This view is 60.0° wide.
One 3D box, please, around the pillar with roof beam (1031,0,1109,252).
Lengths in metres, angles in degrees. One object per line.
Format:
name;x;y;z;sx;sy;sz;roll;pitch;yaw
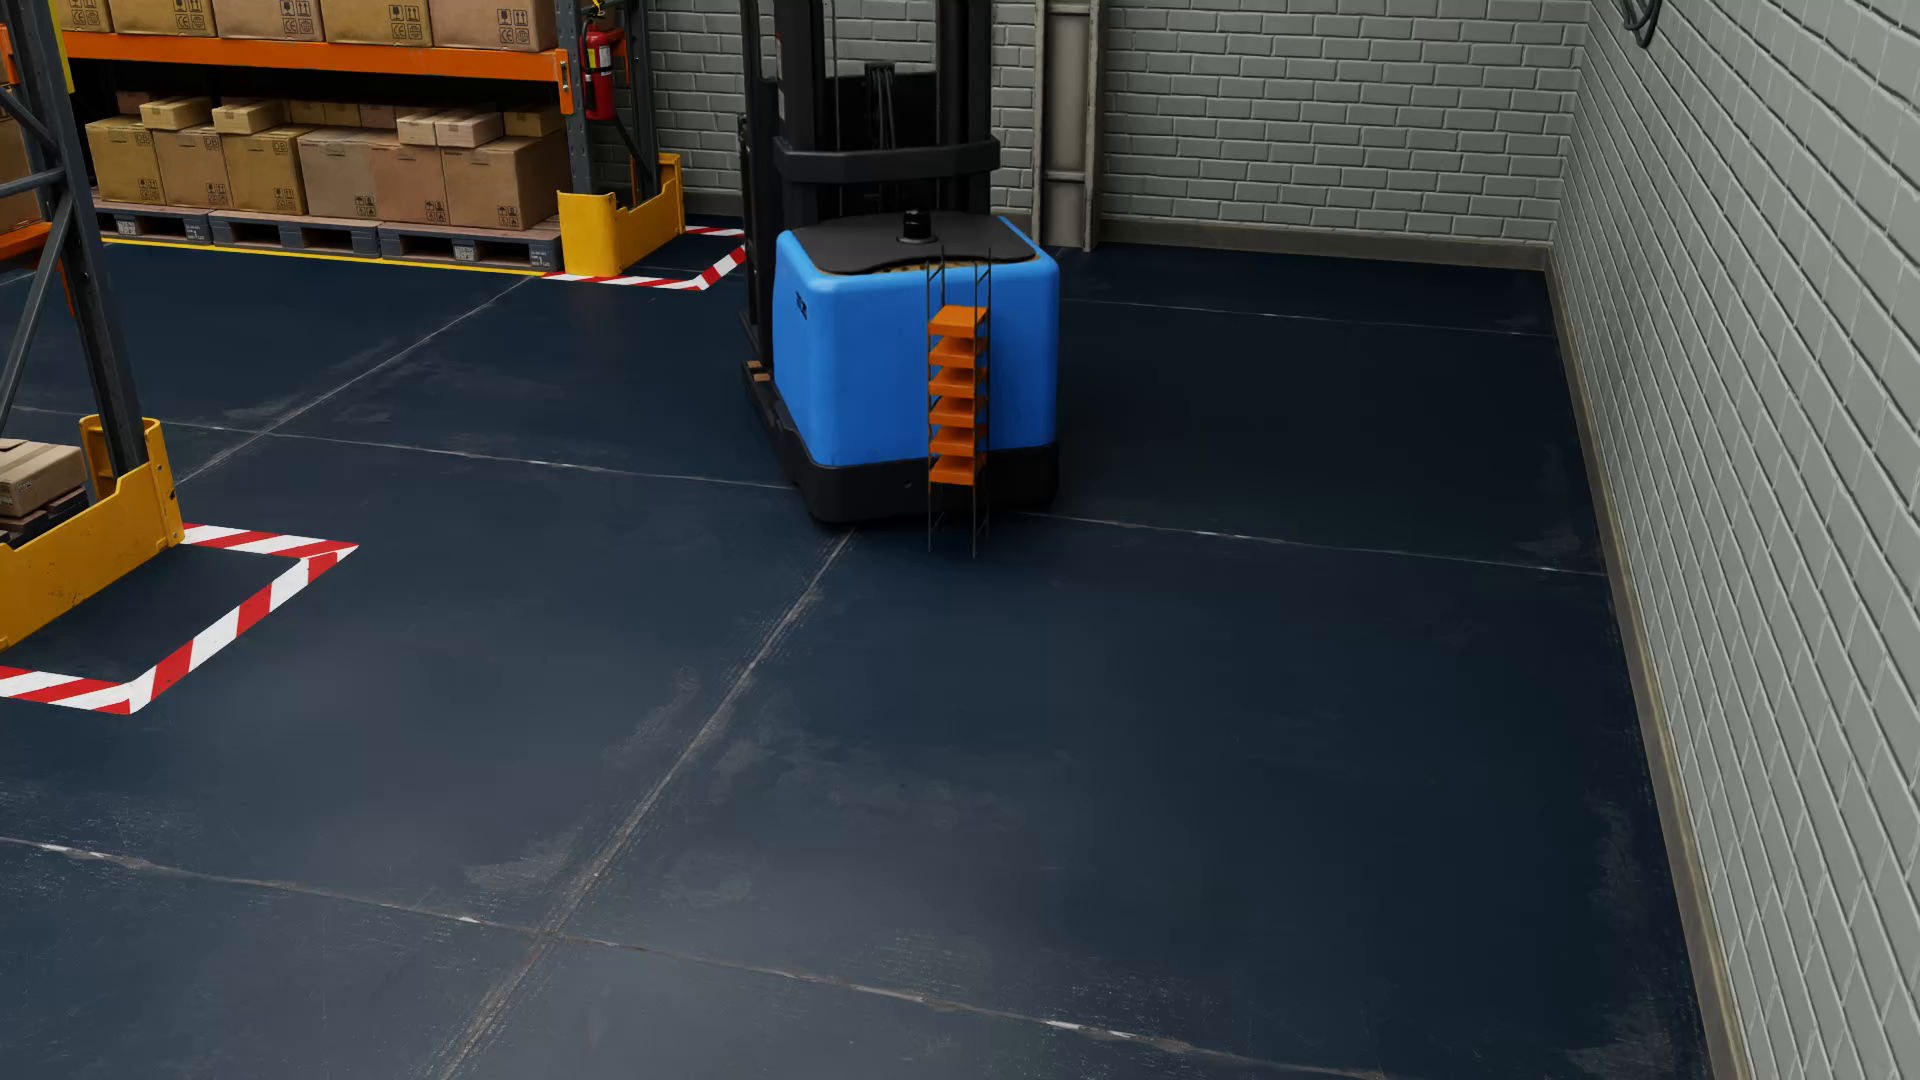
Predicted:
pillar with roof beam;-0.388;-4.193;5.090;0.400;9.000;9.100;6;26;13

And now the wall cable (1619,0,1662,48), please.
wall cable;3.242;-3.758;7.788;0.112;2.526;3.097;6;26;13

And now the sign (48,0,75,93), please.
sign;-3.241;-1.760;5.950;0.005;0.325;0.100;6;26;13

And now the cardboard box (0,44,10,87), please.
cardboard box;-3.741;-1.797;5.756;0.500;0.500;0.500;7;26;15

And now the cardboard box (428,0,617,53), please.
cardboard box;-2.643;-3.392;10.036;0.700;0.700;0.980;8;26;15

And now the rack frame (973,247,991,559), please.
rack frame;0.086;-0.517;6.440;0.006;1.200;0.240;6;26;13

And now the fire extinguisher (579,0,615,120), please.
fire extinguisher;-2.115;-2.794;9.654;0.183;0.674;0.296;6;26;13

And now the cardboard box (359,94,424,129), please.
cardboard box;-3.658;-2.771;10.745;0.250;0.149;0.380;7;26;14

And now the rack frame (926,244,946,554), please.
rack frame;-0.092;-0.536;6.481;0.006;1.200;0.240;6;26;13

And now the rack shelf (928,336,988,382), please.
rack shelf;-0.003;-0.703;6.376;0.180;0.103;0.258;6;26;13

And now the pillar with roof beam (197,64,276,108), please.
pillar with roof beam;-6.199;-4.836;6.439;0.400;9.000;9.100;6;26;13

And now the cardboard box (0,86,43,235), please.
cardboard box;-3.741;-1.346;5.971;0.500;0.500;0.500;7;26;14

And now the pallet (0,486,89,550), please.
pallet;-4.222;0.023;6.457;1.213;0.211;1.003;6;26;13

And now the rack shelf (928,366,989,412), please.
rack shelf;-0.003;-0.595;6.428;0.180;0.103;0.258;6;26;13

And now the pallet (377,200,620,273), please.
pallet;-2.940;-2.000;10.705;1.213;0.211;1.003;6;26;13

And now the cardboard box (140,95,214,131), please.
cardboard box;-5.035;-2.753;10.707;0.250;0.149;0.380;7;26;15

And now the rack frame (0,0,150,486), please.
rack frame;-3.376;-1.143;5.662;0.127;3.000;1.000;6;26;13

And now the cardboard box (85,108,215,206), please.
cardboard box;-5.322;-2.572;11.083;0.500;0.500;0.700;7;26;14

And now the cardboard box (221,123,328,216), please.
cardboard box;-4.339;-2.461;10.850;0.500;0.500;0.700;7;26;14

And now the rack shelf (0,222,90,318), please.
rack shelf;-5.313;-1.033;6.266;4.000;0.370;1.077;6;26;13

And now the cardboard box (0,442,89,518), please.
cardboard box;-3.696;-0.243;6.575;0.250;0.149;0.380;6;26;13

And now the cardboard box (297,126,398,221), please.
cardboard box;-3.821;-2.407;10.736;0.500;0.500;0.700;5;26;11

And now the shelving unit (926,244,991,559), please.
shelving unit;-0.003;-0.527;6.460;0.189;1.200;0.258;6;26;13

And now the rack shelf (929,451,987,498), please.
rack shelf;-0.003;-0.270;6.583;0.180;0.103;0.258;6;26;13

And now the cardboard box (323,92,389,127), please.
cardboard box;-3.907;-2.798;10.802;0.250;0.149;0.380;7;26;14

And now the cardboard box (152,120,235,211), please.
cardboard box;-4.836;-2.517;10.967;0.500;0.500;0.700;6;26;12

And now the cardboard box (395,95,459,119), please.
cardboard box;-3.411;-2.744;10.689;0.250;0.149;0.380;7;26;13

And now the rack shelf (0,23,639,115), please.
rack shelf;-4.083;-3.095;10.599;4.000;0.370;1.077;6;26;13

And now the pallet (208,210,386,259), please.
pallet;-4.118;-2.131;10.981;1.213;0.211;1.003;6;26;13

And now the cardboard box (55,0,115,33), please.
cardboard box;-5.499;-3.705;10.693;0.700;0.700;0.980;7;26;14

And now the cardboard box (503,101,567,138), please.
cardboard box;-2.678;-2.663;10.519;0.250;0.149;0.380;6;26;13

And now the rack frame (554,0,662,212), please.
rack frame;-2.146;-3.206;9.994;0.127;3.000;1.000;6;26;13

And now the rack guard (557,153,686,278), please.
rack guard;-2.123;-2.075;10.526;0.348;0.500;1.175;6;26;13

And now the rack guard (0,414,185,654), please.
rack guard;-3.450;-0.023;6.216;0.348;0.500;1.175;6;26;13

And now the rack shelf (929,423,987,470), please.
rack shelf;-0.003;-0.378;6.531;0.180;0.103;0.258;6;26;13

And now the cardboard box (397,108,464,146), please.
cardboard box;-3.267;-2.558;10.298;0.250;0.149;0.380;7;26;14

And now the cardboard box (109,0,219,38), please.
cardboard box;-4.793;-3.624;10.524;0.700;0.700;0.980;6;26;12

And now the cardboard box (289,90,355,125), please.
cardboard box;-4.152;-2.825;10.860;0.250;0.149;0.380;6;26;12

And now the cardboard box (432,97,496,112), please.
cardboard box;-3.169;-2.717;10.632;0.250;0.149;0.380;6;26;13

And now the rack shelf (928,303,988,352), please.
rack shelf;-0.003;-0.811;6.324;0.180;0.103;0.258;6;26;13

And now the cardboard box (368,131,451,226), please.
cardboard box;-3.334;-2.354;10.624;0.500;0.500;0.700;6;26;13

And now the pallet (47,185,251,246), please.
pallet;-5.303;-2.261;11.254;1.213;0.211;1.003;6;26;13

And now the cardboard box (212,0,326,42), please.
cardboard box;-4.086;-3.551;10.369;0.700;0.700;0.980;5;26;10

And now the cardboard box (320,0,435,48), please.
cardboard box;-3.350;-3.465;10.190;0.700;0.700;0.980;6;26;13

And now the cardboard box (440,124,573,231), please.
cardboard box;-2.849;-2.300;10.511;0.500;0.500;0.700;6;26;13

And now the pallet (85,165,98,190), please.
pallet;-6.786;-2.426;11.601;1.213;0.211;1.003;6;26;13

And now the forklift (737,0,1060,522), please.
forklift;-0.464;-2.007;7.555;1.130;2.935;3.031;-7;26;-14

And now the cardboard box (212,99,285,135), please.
cardboard box;-4.530;-2.697;10.590;0.250;0.149;0.380;6;26;12

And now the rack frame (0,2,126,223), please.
rack frame;-6.020;-3.634;10.894;0.127;3.000;1.000;6;26;13

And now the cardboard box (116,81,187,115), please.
cardboard box;-5.413;-2.964;11.150;0.250;0.149;0.380;6;26;13

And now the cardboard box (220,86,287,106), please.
cardboard box;-4.646;-2.880;10.974;0.250;0.149;0.380;5;26;11

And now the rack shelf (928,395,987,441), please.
rack shelf;-0.003;-0.486;6.479;0.180;0.103;0.258;6;26;13

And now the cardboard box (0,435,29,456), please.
cardboard box;-3.939;-0.277;6.627;0.250;0.166;0.380;6;26;13

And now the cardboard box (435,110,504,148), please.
cardboard box;-3.019;-2.531;10.242;0.250;0.149;0.380;6;26;12

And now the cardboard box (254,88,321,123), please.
cardboard box;-4.402;-2.853;10.917;0.250;0.149;0.380;7;26;14
